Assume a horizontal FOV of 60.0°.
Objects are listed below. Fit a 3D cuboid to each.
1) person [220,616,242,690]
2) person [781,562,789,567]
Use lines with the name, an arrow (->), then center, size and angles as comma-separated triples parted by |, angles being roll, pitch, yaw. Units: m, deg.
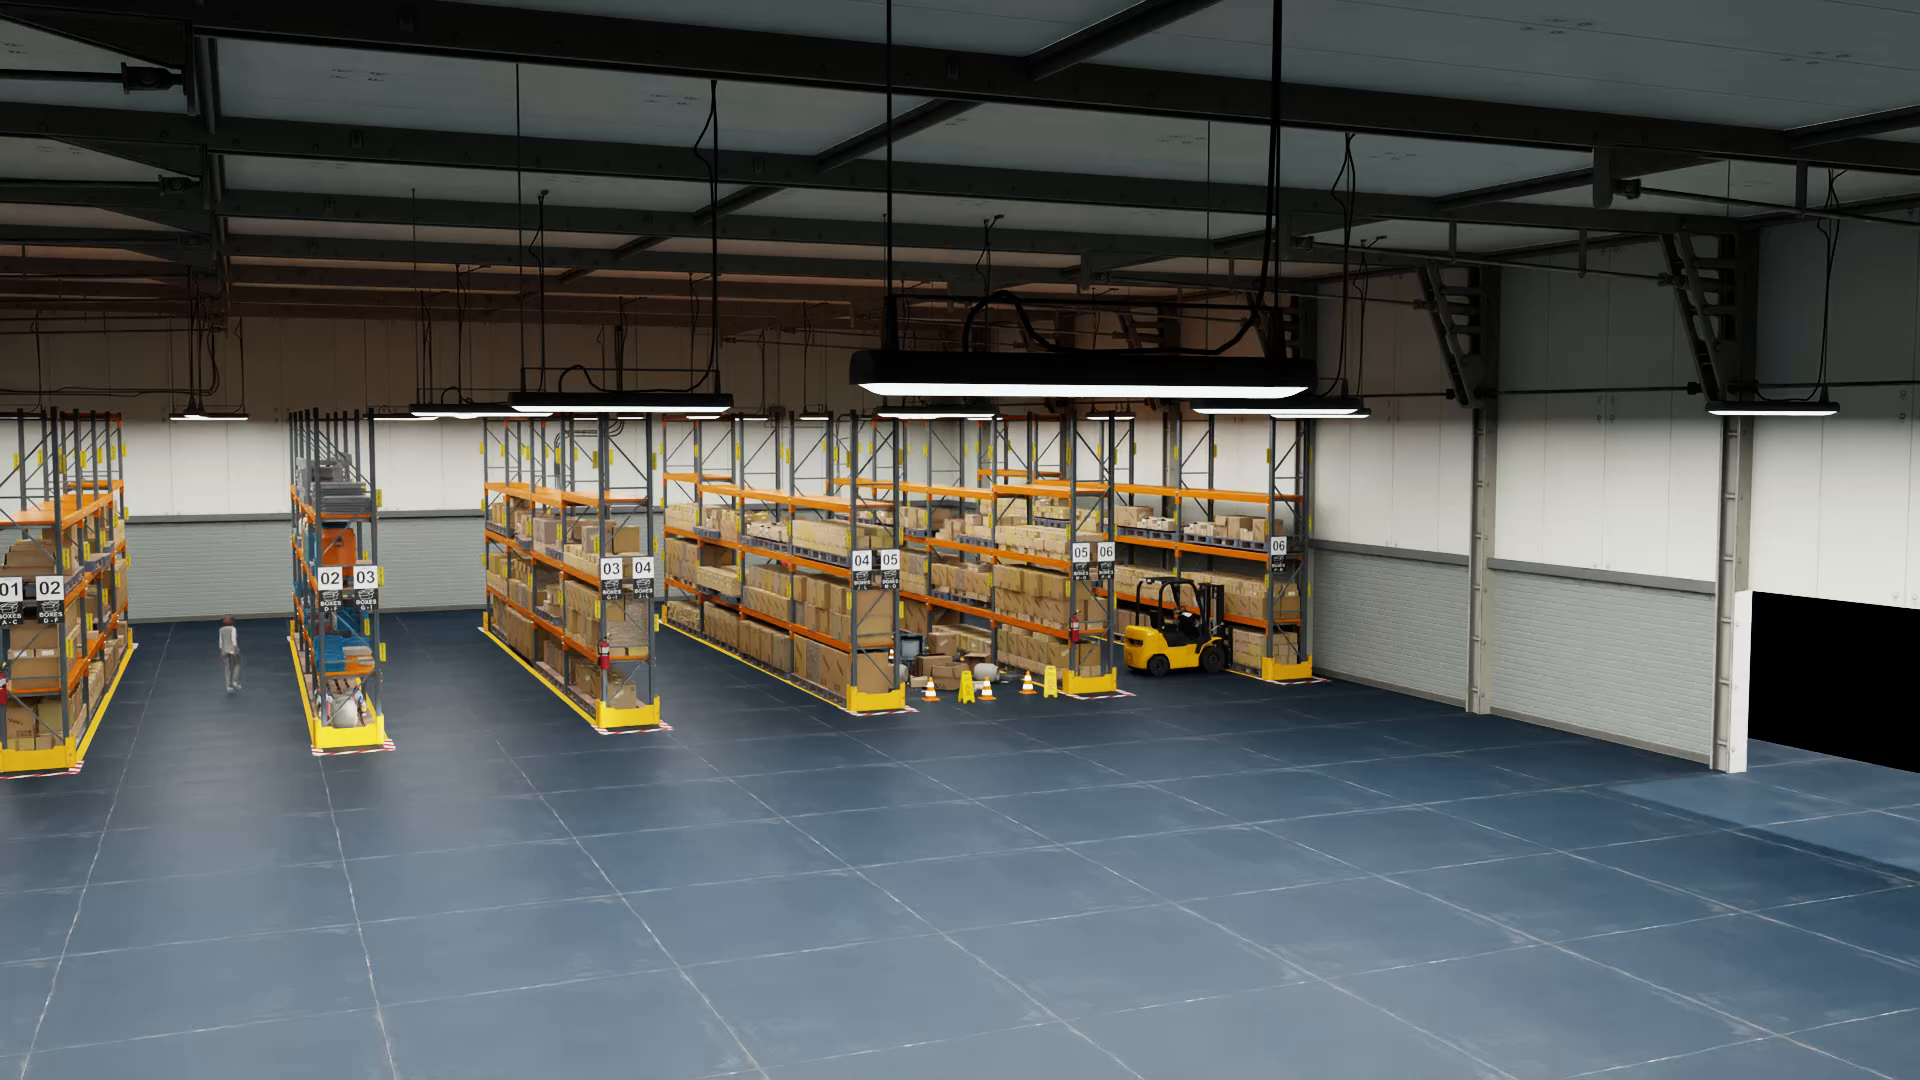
person -> -15.668, 2.425, 35.648 | 0.420, 1.584, 0.535 | -1, 4, -13
person -> -5.056, 1.500, 47.849 | 0.939, 1.761, 0.597 | 0, 4, 7
